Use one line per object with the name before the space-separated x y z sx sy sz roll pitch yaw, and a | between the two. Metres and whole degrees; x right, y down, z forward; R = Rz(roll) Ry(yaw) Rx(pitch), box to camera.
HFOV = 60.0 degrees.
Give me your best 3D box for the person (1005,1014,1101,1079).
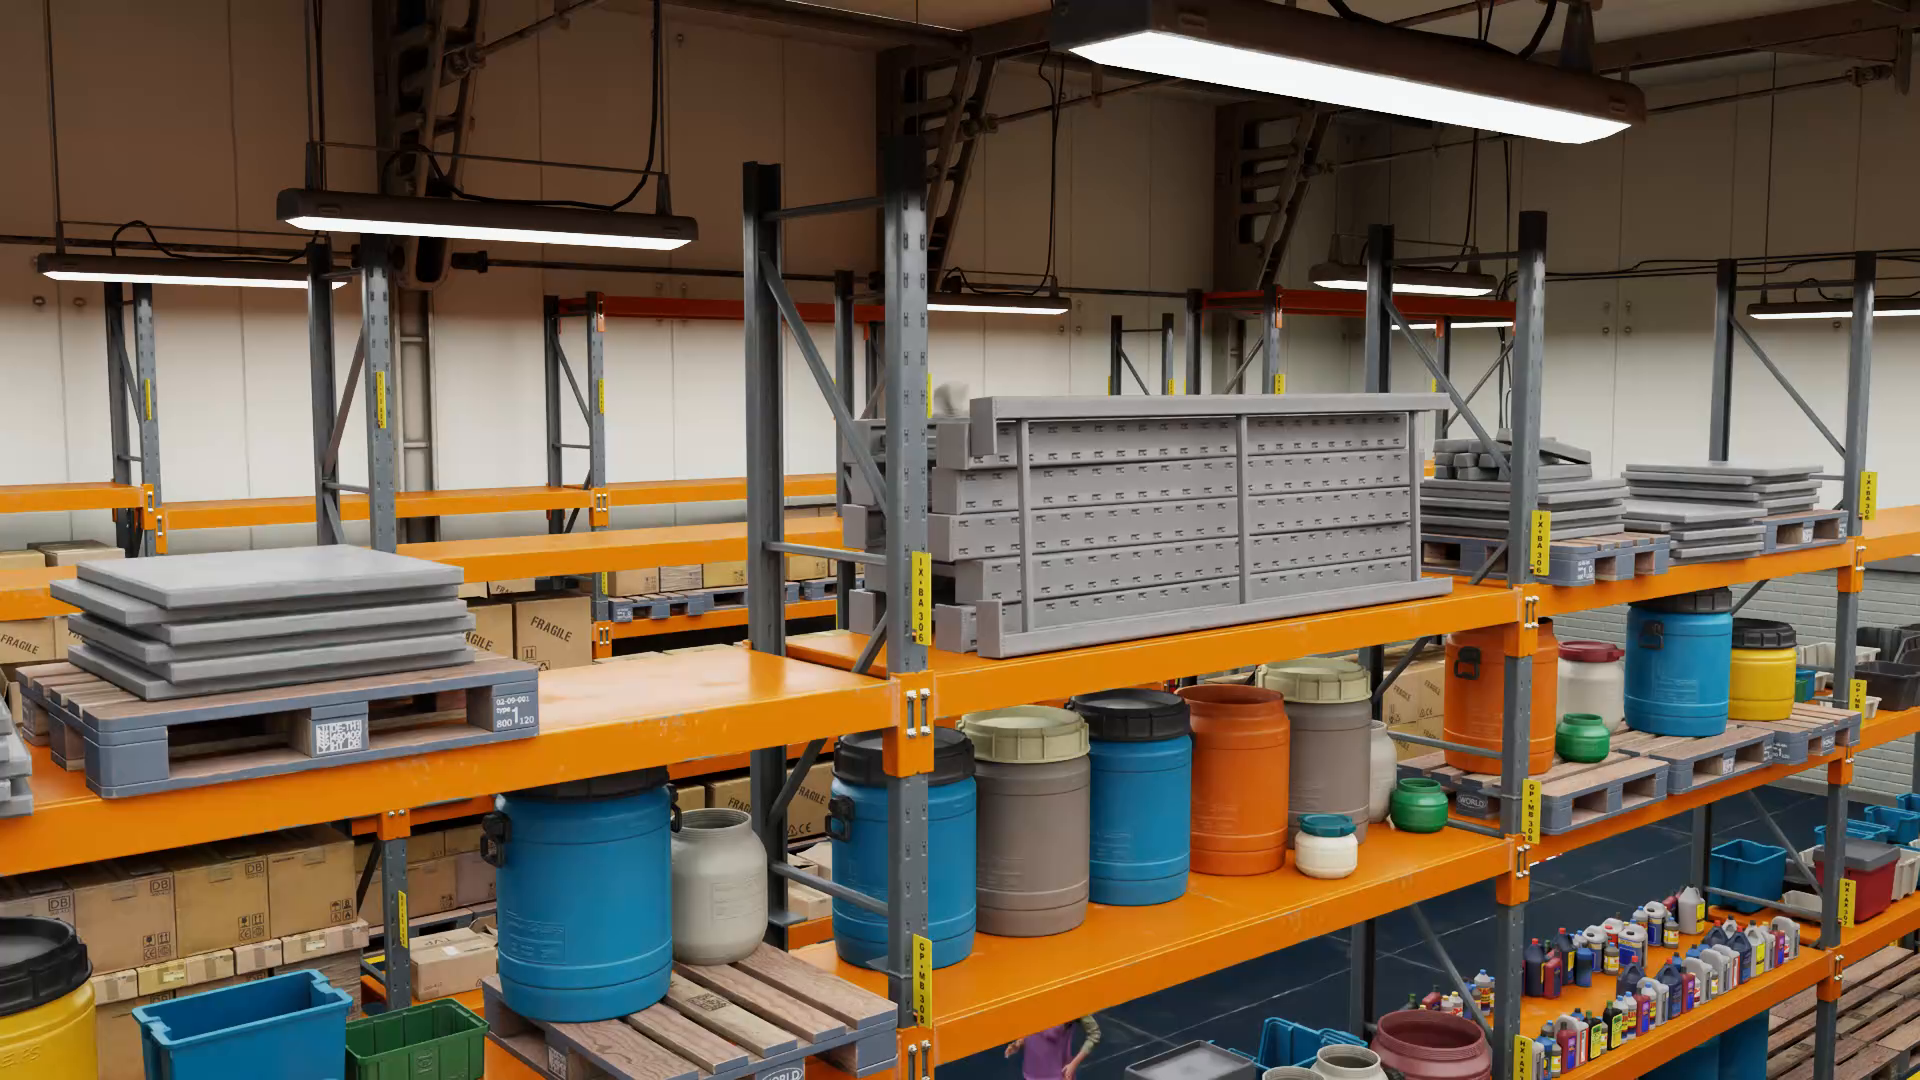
person | 0.535 3.376 10.377 0.520 1.560 0.570 5 7 42
